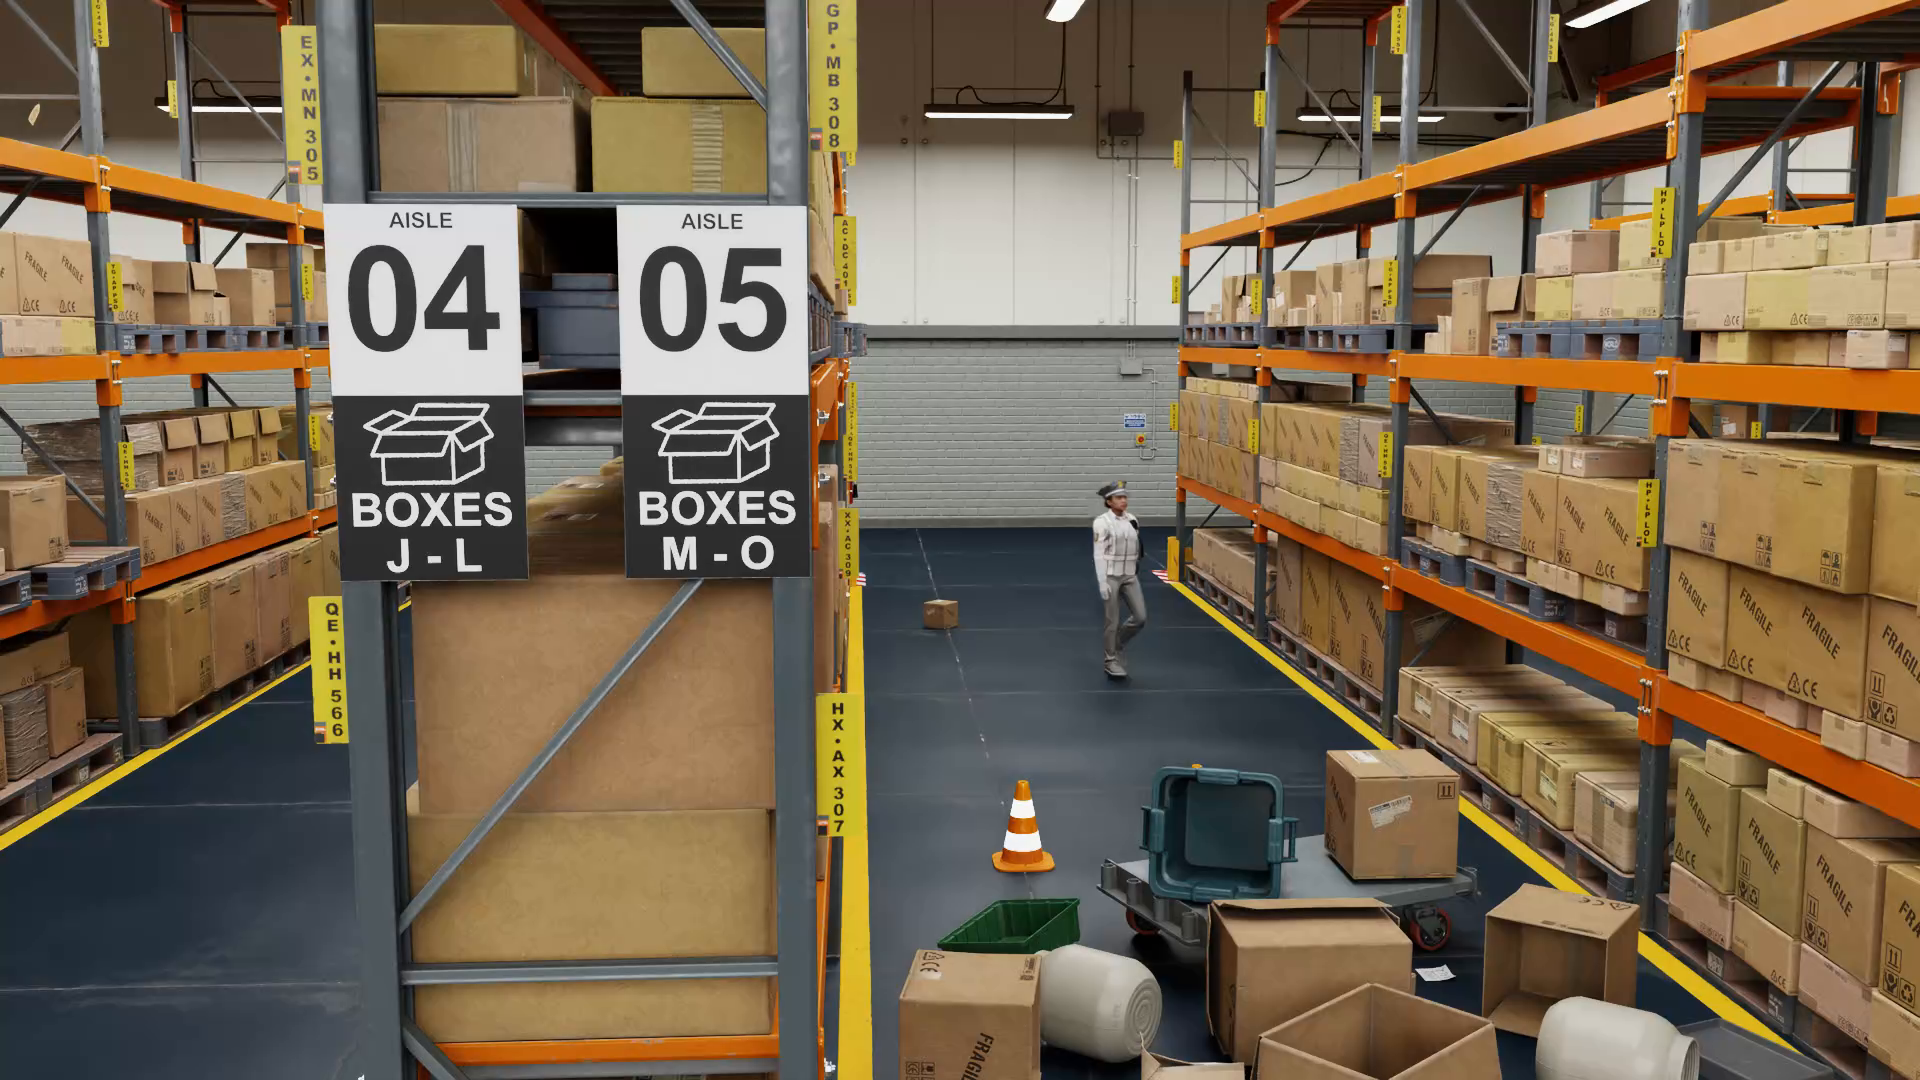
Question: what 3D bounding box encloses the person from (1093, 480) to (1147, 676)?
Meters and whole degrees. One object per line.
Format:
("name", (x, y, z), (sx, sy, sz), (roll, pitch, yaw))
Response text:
("person", (1.367, 0.322, 14.299), (0.482, 1.679, 0.427), (-3, 8, -25))
